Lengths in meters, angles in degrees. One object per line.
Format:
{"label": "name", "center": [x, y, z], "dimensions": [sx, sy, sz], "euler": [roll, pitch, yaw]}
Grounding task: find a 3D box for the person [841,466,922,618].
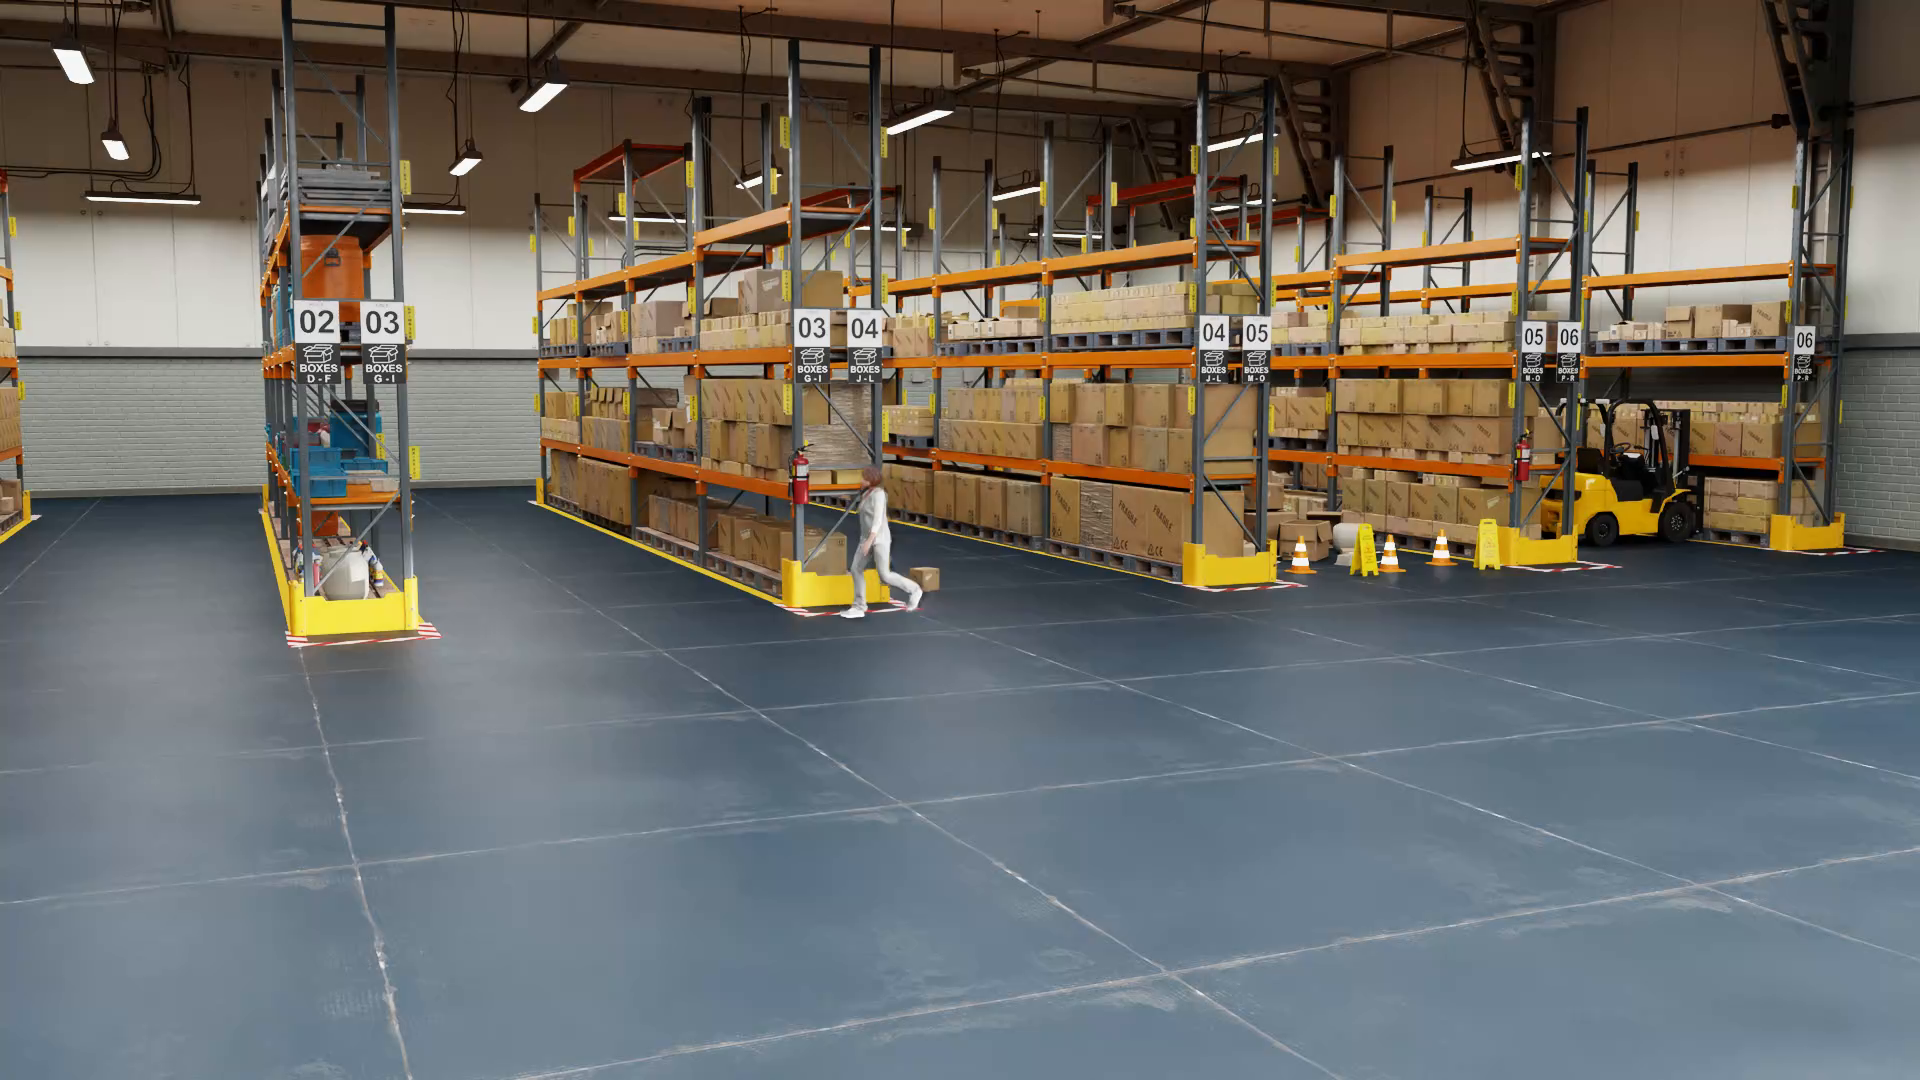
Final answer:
{"label": "person", "center": [-0.820, 0.011, 17.065], "dimensions": [0.875, 1.549, 0.440], "euler": [-3, 6, -28]}
